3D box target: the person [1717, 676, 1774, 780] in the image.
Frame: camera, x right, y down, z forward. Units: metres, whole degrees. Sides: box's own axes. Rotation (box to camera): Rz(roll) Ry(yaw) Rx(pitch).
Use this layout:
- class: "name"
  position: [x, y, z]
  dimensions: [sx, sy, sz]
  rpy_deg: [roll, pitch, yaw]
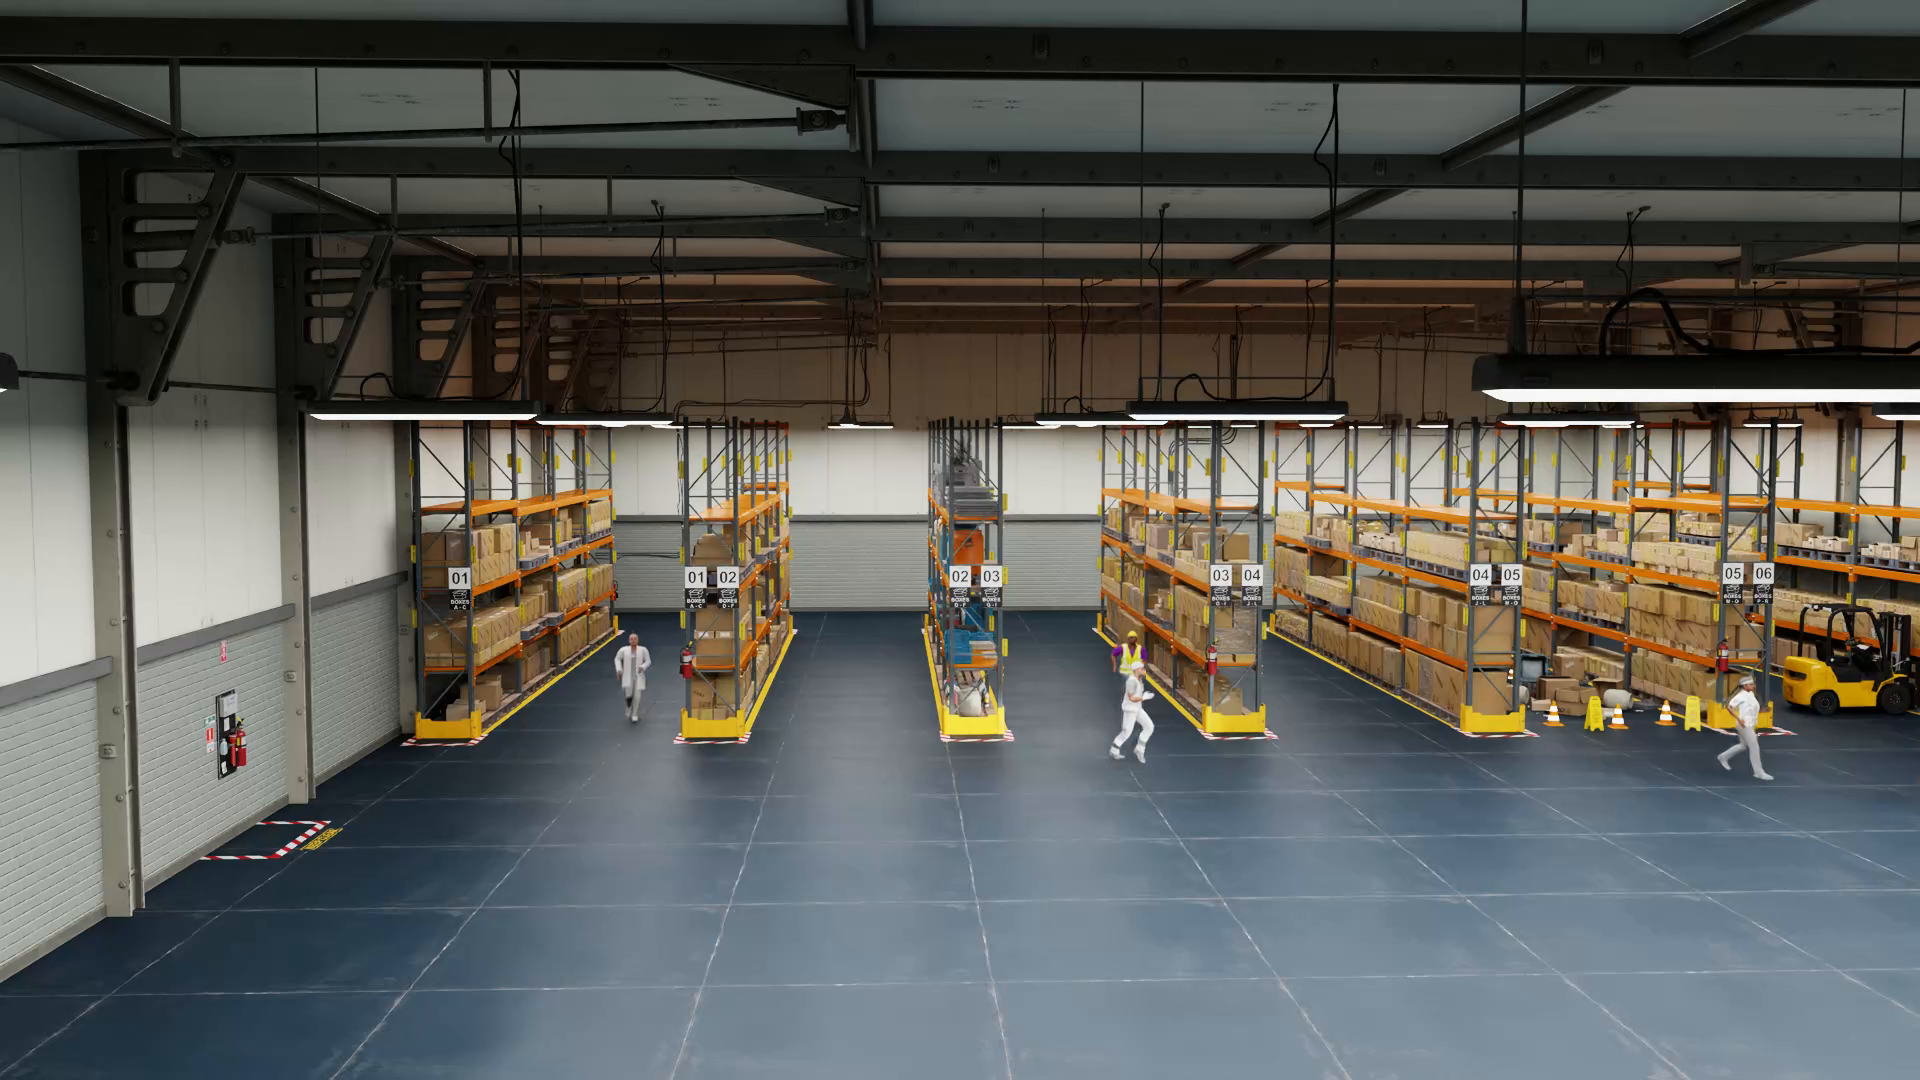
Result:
- class: "person"
  position: [12.973, 3.065, 27.455]
  dimensions: [0.941, 1.678, 0.579]
  rpy_deg: [3, 5, 43]

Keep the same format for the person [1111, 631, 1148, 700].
- class: "person"
  position: [3.410, 2.682, 33.136]
  dimensions: [0.695, 1.747, 0.665]
  rpy_deg: [-1, 4, -8]

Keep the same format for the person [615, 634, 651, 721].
- class: "person"
  position: [-6.439, 2.717, 32.773]
  dimensions: [0.704, 1.732, 0.628]
  rpy_deg: [-1, 4, -13]

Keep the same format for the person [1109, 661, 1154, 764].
- class: "person"
  position: [2.980, 2.961, 28.663]
  dimensions: [0.829, 1.787, 0.693]
  rpy_deg: [2, 4, 25]
